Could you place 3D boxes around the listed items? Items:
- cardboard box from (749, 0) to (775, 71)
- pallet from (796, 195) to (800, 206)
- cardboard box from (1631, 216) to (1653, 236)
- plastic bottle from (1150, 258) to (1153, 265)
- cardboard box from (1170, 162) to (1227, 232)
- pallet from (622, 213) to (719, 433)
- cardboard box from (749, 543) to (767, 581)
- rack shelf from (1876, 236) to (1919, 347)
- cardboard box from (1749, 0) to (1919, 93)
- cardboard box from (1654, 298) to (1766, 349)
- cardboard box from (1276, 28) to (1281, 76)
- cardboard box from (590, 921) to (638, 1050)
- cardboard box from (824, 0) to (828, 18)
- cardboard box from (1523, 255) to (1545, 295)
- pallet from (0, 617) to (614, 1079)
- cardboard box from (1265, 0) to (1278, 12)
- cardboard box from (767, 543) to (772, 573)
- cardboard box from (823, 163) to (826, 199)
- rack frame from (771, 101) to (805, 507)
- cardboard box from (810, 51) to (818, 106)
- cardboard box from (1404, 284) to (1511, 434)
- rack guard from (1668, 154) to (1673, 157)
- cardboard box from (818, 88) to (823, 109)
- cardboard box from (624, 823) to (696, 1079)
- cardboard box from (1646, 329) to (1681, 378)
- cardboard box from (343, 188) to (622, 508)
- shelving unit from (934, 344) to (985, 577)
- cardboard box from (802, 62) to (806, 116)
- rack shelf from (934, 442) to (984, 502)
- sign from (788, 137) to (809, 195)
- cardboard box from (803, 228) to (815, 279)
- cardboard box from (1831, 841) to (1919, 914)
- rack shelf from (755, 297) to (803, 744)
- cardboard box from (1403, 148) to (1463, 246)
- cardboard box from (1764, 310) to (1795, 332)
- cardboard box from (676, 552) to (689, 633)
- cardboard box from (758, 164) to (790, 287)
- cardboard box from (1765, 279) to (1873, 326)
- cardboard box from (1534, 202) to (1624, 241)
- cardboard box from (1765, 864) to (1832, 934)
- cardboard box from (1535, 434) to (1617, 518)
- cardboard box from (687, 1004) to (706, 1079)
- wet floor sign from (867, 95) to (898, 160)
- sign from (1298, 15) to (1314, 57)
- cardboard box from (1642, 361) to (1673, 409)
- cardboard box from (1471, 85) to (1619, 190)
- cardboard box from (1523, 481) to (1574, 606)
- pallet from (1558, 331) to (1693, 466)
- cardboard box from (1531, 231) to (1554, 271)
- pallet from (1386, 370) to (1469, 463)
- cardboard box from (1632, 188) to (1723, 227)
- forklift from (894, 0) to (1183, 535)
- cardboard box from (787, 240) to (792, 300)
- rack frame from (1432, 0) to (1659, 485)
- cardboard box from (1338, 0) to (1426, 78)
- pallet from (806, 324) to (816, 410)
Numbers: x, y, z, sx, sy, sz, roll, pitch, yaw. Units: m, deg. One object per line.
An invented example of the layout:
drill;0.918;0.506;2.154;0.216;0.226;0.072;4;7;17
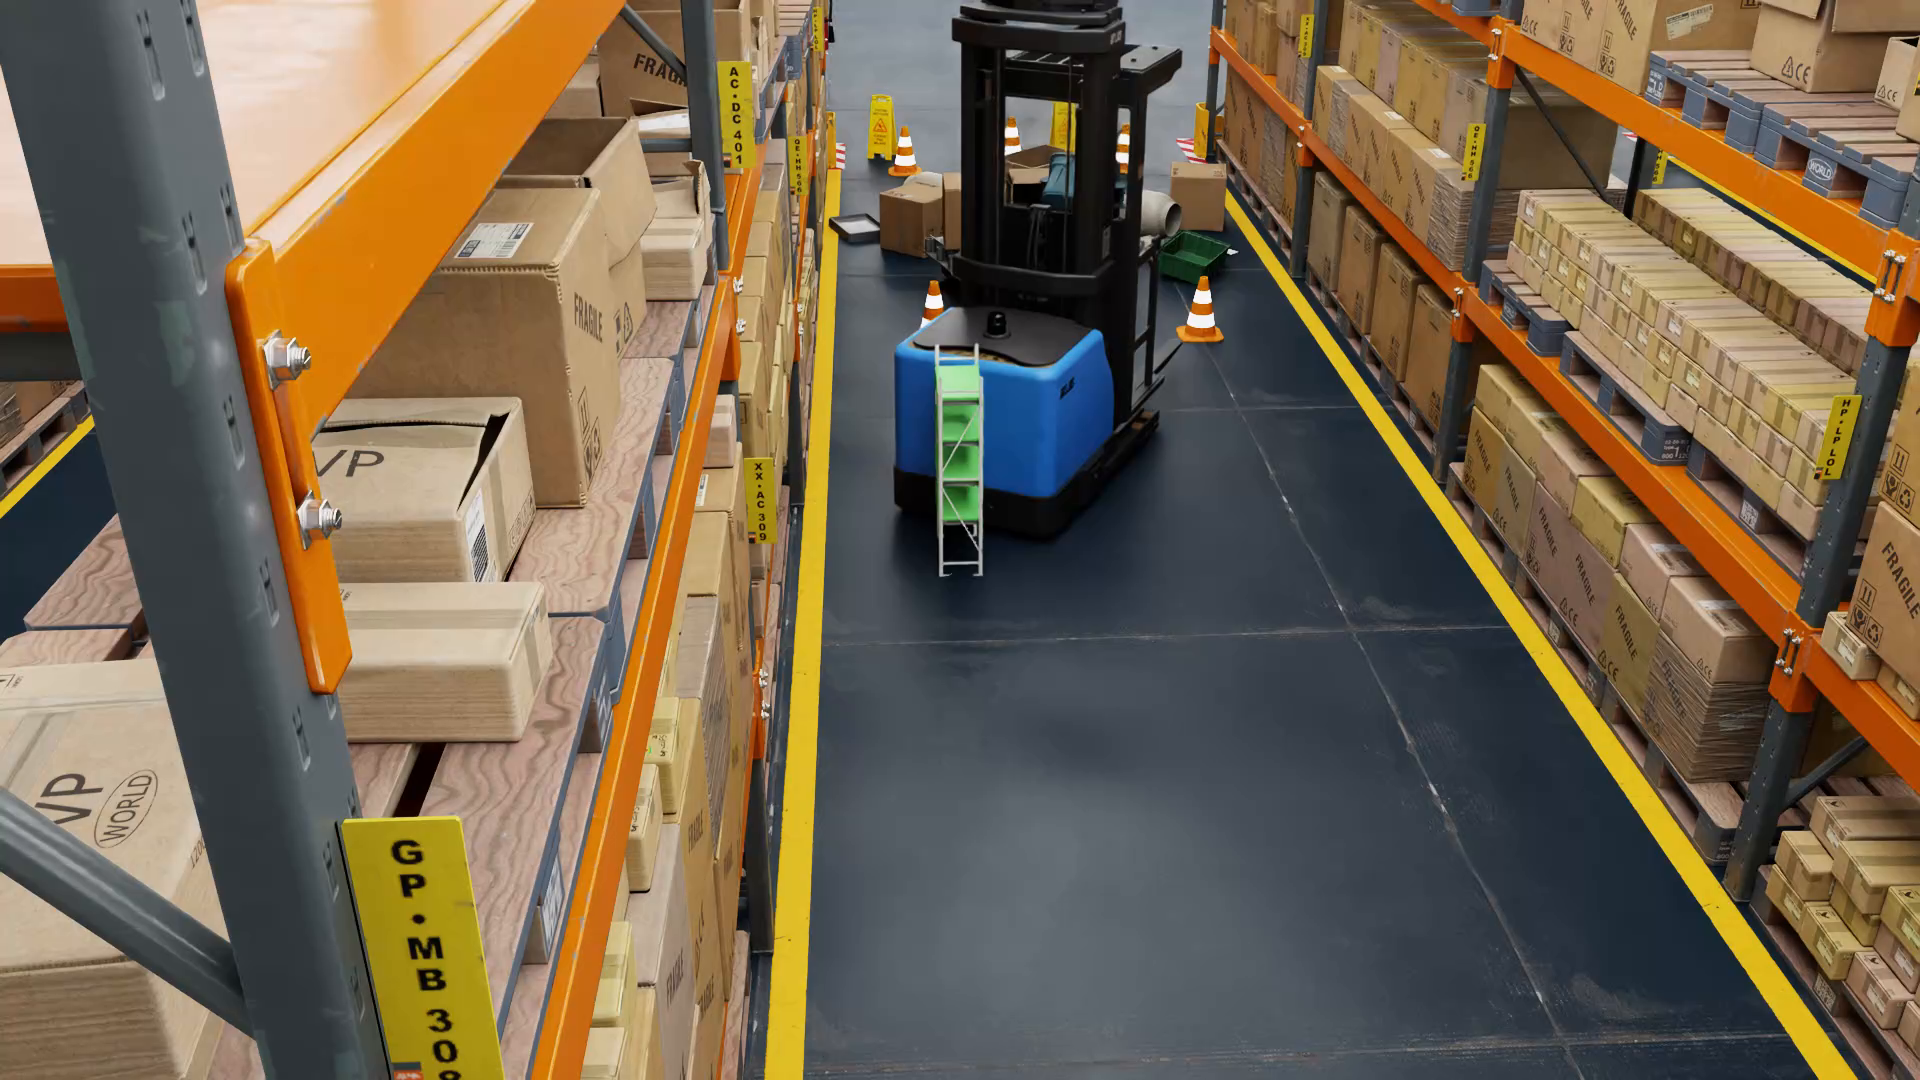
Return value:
cardboard box;-1.069;-2.302;7.114;0.500;0.500;0.500;-1;28;-2
pallet;-1.595;-2.376;11.270;1.003;0.211;1.213;-1;28;-3
cardboard box;3.968;-1.704;9.269;0.380;0.149;0.250;-1;28;-2
plastic bottle;1.757;-2.350;14.189;0.133;0.061;0.283;-17;32;-29
cardboard box;2.172;-3.147;15.240;0.500;0.500;0.500;3;28;6
pallet;-1.210;-0.614;4.535;1.003;0.211;1.213;-1;28;-3
cardboard box;-0.983;-0.066;6.255;0.500;0.250;0.500;-2;28;-4
rack shelf;3.800;0.045;3.953;1.077;0.370;4.000;-1;28;-3
cardboard box;3.746;-2.146;6.811;0.797;0.503;0.637;-2;28;-3
cardboard box;3.413;-0.988;7.576;0.380;0.149;0.250;-3;28;-5
cardboard box;3.285;-4.304;14.596;0.875;0.550;0.550;-1;28;-3
cardboard box;-0.791;0.837;3.010;0.380;0.149;0.250;-2;28;-4
cardboard box;-1.470;-4.692;13.992;0.700;0.500;0.500;-2;28;-4
cardboard box;3.323;-1.454;9.111;0.380;0.149;0.250;0;28;0
pallet;-1.082;0.513;2.374;1.003;0.211;1.213;-1;28;-3
cardboard box;3.222;-5.027;14.814;0.875;0.550;0.500;-1;28;-3
cardboard box;-1.030;-0.083;6.828;0.500;0.250;0.500;-2;28;-4
cardboard box;-1.506;-3.362;15.472;0.500;0.250;0.500;-2;28;-4
rack frame;-1.451;-1.548;9.475;1.000;3.000;0.127;-1;28;-3
cardboard box;-1.404;-3.782;13.327;0.500;0.500;0.500;-1;28;-3
cardboard box;3.545;-1.187;10.760;1.050;0.750;0.750;-2;28;-3
rack guard;8.032;-4.339;17.528;1.175;0.500;0.348;-1;28;-3
cardboard box;-1.458;-4.060;15.298;0.380;0.149;0.250;0;28;0
cardboard box;-0.842;0.954;3.488;0.500;0.500;0.500;-2;28;-3
cardboard box;3.405;-0.862;7.654;0.380;0.149;0.250;-1;28;-2
cardboard box;-0.989;-0.393;3.346;0.500;0.500;0.500;-1;28;-2
shelving unit;-0.007;-0.442;9.299;0.258;1.200;0.503;-1;28;-2
cardboard box;-1.379;-3.321;11.990;0.500;0.500;0.500;-1;28;-2
rack shelf;-0.007;-0.385;9.329;0.258;0.148;0.480;-1;28;-2
sign;-0.897;-2.077;9.236;0.100;0.325;0.005;-1;28;-3
cardboard box;-1.630;-2.174;13.063;0.950;0.372;0.625;-1;28;-2
cardboard box;3.462;1.240;6.115;0.380;0.149;0.250;0;28;0
rack shelf;-1.347;-0.306;7.870;1.077;0.370;4.000;-1;28;-3
cardboard box;3.171;-2.191;10.598;0.500;0.500;0.500;-1;28;-3
cardboard box;4.051;-0.989;7.899;0.380;0.149;0.250;-2;28;-4
cardboard box;-0.919;0.129;4.368;0.380;0.149;0.250;-2;28;-3
cardboard box;-1.128;-1.567;8.321;0.500;0.500;0.500;-1;28;-2
cardboard box;4.049;-1.120;7.829;0.380;0.149;0.250;-1;28;-1
cardboard box;3.334;-1.711;8.961;0.380;0.149;0.250;-2;28;-4
cardboard box;3.394;1.387;6.477;0.380;0.149;0.250;-3;28;-5
cardboard box;3.321;-0.337;8.591;0.500;0.250;0.500;-1;28;-2
cardboard box;-0.834;1.405;3.704;0.500;0.500;0.500;-2;28;-3
wet floor sign;-0.810;-4.312;17.321;0.267;0.644;0.232;8;29;15
sign;2.724;-3.967;13.090;0.100;0.325;0.005;-1;28;-3
cardboard box;3.406;-0.722;7.709;0.380;0.149;0.250;0;28;0
cardboard box;3.474;-2.410;9.937;0.700;0.500;0.500;-2;28;-3
cardboard box;3.330;0.010;8.737;0.500;0.500;0.500;-2;28;-4
pallet;3.631;-0.716;8.087;1.003;0.211;1.213;-1;28;-3
cardboard box;3.328;-1.568;9.008;0.380;0.149;0.250;0;28;0
pallet;3.521;-0.844;11.140;1.003;0.211;1.213;-1;28;-3
cardboard box;3.970;-1.838;9.204;0.380;0.149;0.250;-2;28;-5
forklift;0.677;-1.983;10.382;1.130;2.935;3.031;12;30;22
cardboard box;-1.172;-1.486;8.977;0.500;0.250;0.500;-1;28;-3
rack frame;3.487;-1.714;9.793;1.000;3.000;0.127;-1;28;-3
cardboard box;3.310;-3.820;12.642;0.700;0.500;0.500;-2;28;-4
pallet;-1.551;-1.235;11.889;1.003;0.211;1.213;-1;28;-3
